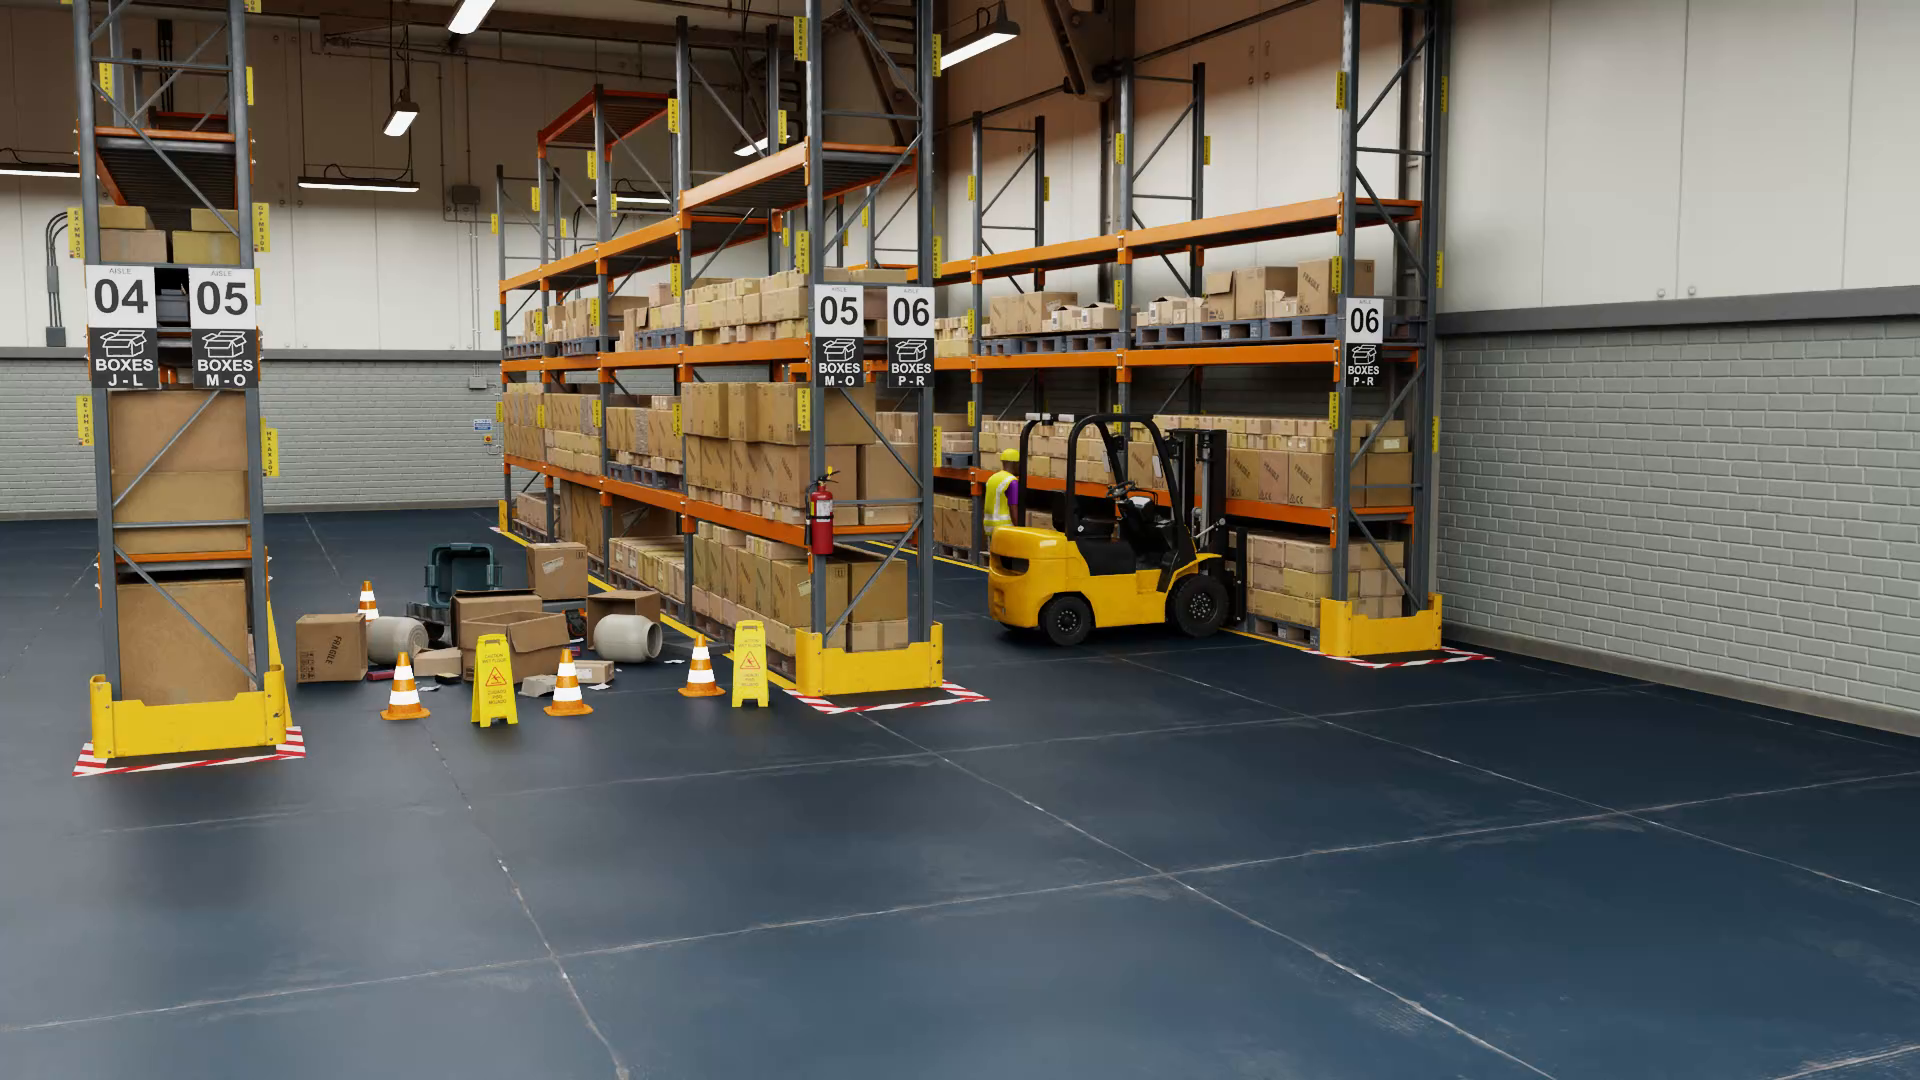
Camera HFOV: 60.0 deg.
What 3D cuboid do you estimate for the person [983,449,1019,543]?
[{"bbox_3d":[0.496,-0.081,17.542,0.460,1.759,0.630,-3,6,-27],"label":"person"}]
